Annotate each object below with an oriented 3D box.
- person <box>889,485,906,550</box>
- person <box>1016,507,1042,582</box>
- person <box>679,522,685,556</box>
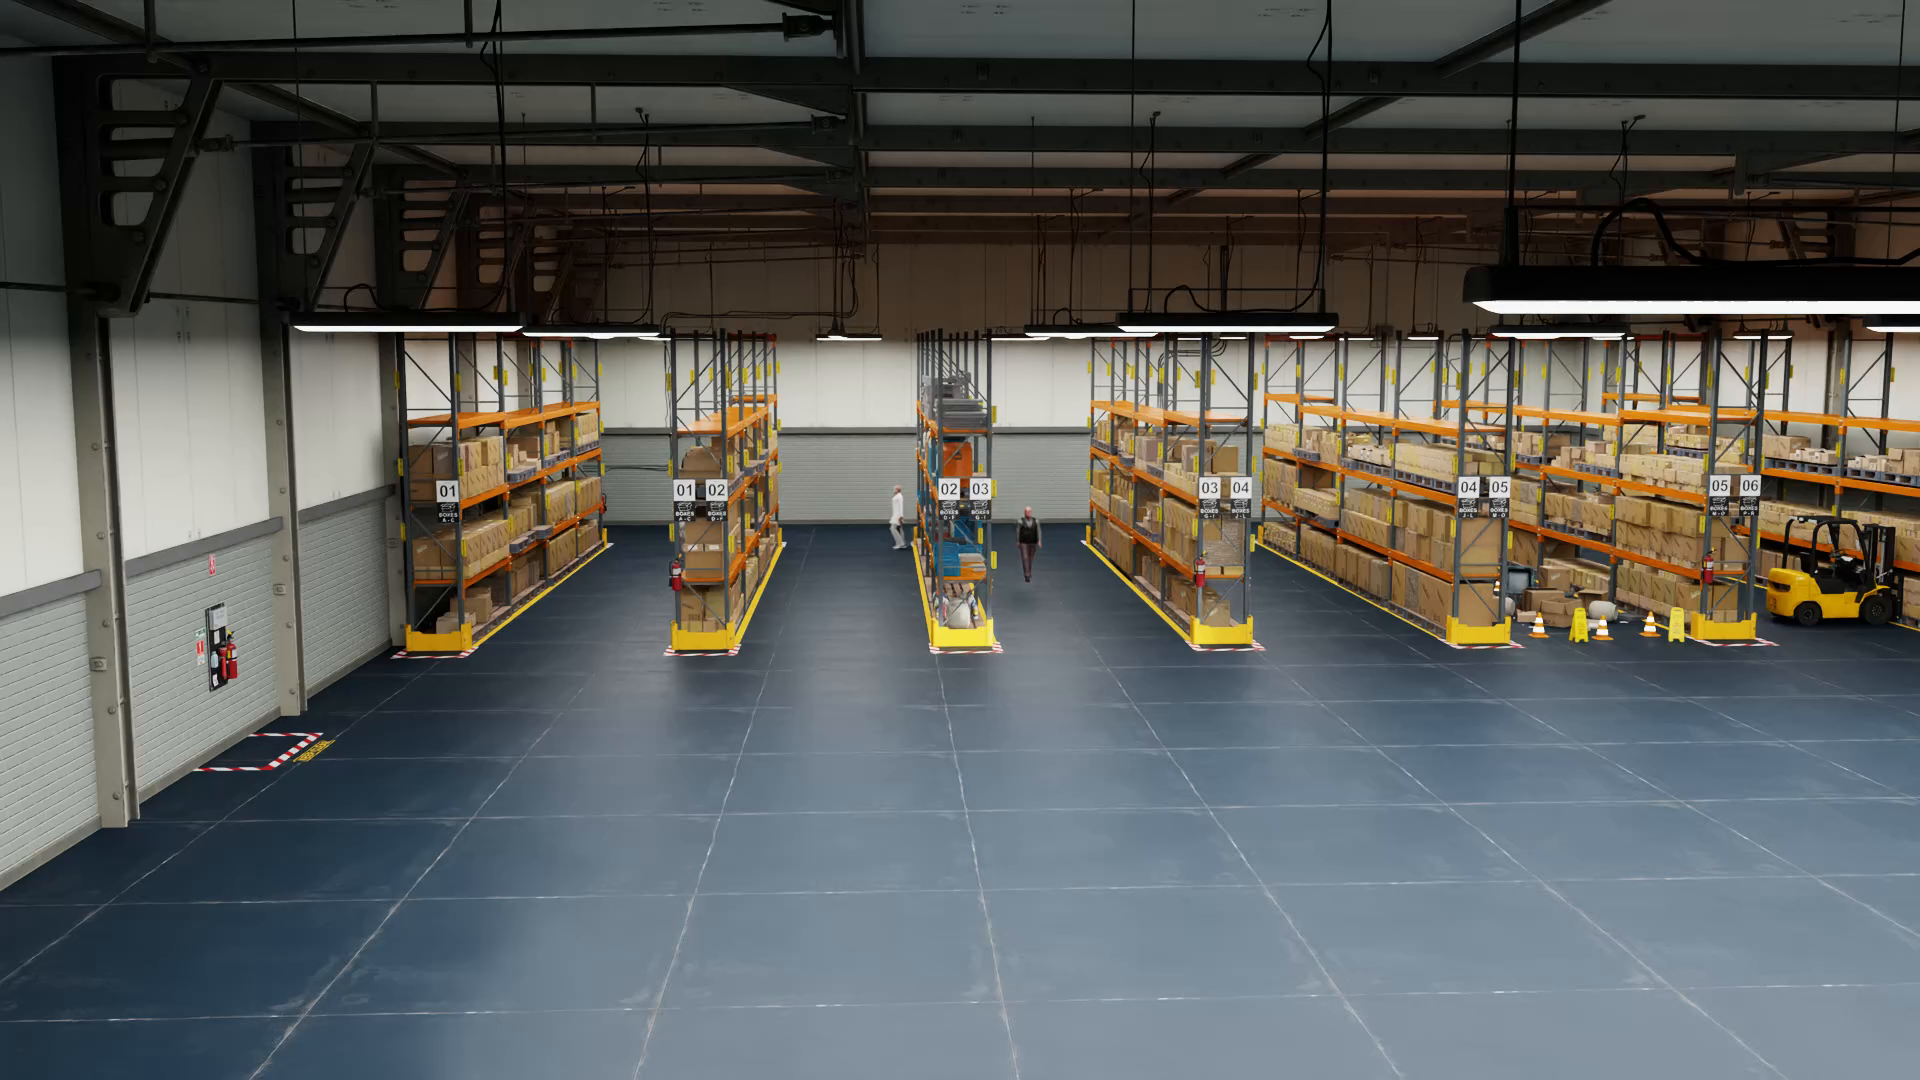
[{"bbox_3d":[-1.753,-0.635,46.571,0.486,1.807,0.635,-1,7,-6],"label":"person"},{"bbox_3d":[1.601,0.083,38.096,0.547,1.674,0.969,-2,7,-15],"label":"person"},{"bbox_3d":[-7.053,-0.098,42.765,0.544,1.588,0.731,1,7,7],"label":"person"}]
